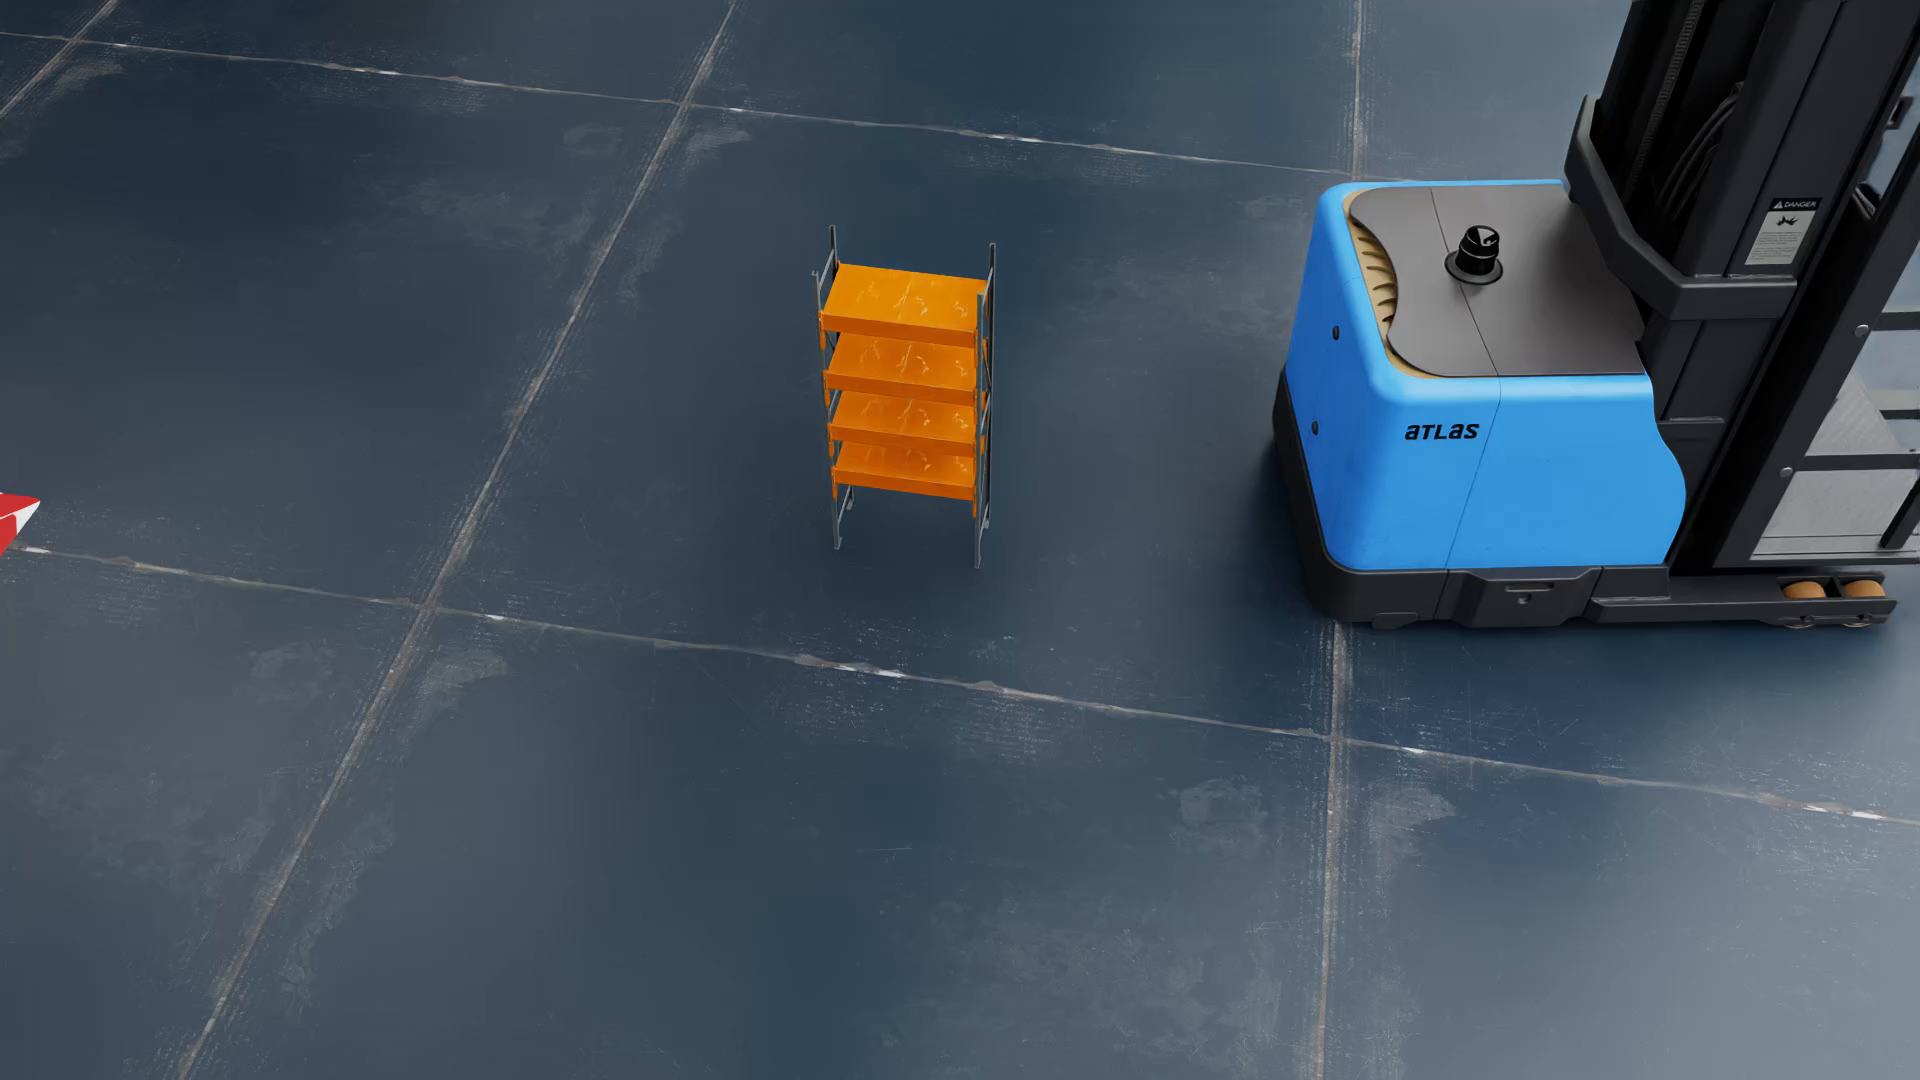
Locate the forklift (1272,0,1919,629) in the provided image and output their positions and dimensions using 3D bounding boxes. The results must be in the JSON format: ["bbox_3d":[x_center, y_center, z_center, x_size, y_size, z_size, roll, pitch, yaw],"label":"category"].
[{"bbox_3d":[2.660,-1.084,4.754,3.031,2.935,1.130,-1,48,-1],"label":"forklift"}]

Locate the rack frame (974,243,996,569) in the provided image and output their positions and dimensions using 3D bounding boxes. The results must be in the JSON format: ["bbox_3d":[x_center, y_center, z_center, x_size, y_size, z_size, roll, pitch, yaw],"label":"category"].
[{"bbox_3d":[0.077,-0.391,5.294,0.015,1.200,0.240,8,49,7],"label":"rack frame"}]

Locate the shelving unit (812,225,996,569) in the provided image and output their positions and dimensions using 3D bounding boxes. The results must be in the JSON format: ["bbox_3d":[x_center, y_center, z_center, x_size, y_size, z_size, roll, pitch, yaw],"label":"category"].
[{"bbox_3d":[-0.163,-0.423,5.323,0.503,1.200,0.258,8,49,7],"label":"shelving unit"}]

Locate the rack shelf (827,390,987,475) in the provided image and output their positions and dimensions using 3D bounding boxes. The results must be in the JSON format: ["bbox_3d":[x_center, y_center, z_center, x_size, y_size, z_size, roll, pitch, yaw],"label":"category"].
[{"bbox_3d":[-0.163,-0.378,5.373,0.480,0.148,0.258,8,49,7],"label":"rack shelf"}]

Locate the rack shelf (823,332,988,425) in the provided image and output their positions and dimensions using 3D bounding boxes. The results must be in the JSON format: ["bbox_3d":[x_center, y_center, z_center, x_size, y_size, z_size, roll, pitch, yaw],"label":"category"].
[{"bbox_3d":[-0.163,-0.527,5.207,0.480,0.148,0.258,8,49,7],"label":"rack shelf"}]

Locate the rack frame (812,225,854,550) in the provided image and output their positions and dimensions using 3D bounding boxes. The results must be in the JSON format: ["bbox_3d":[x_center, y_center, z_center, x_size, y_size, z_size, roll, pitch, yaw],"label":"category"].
[{"bbox_3d":[-0.403,-0.455,5.352,0.015,1.200,0.240,8,49,7],"label":"rack frame"}]

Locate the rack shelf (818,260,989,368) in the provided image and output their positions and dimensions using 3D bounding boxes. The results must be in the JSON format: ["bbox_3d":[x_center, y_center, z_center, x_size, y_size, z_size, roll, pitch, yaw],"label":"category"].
[{"bbox_3d":[-0.163,-0.686,5.031,0.480,0.148,0.258,8,49,7],"label":"rack shelf"}]

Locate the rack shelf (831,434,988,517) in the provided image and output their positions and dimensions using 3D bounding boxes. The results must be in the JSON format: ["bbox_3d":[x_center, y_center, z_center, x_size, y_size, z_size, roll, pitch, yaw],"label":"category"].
[{"bbox_3d":[-0.163,-0.245,5.521,0.480,0.148,0.258,8,49,7],"label":"rack shelf"}]
